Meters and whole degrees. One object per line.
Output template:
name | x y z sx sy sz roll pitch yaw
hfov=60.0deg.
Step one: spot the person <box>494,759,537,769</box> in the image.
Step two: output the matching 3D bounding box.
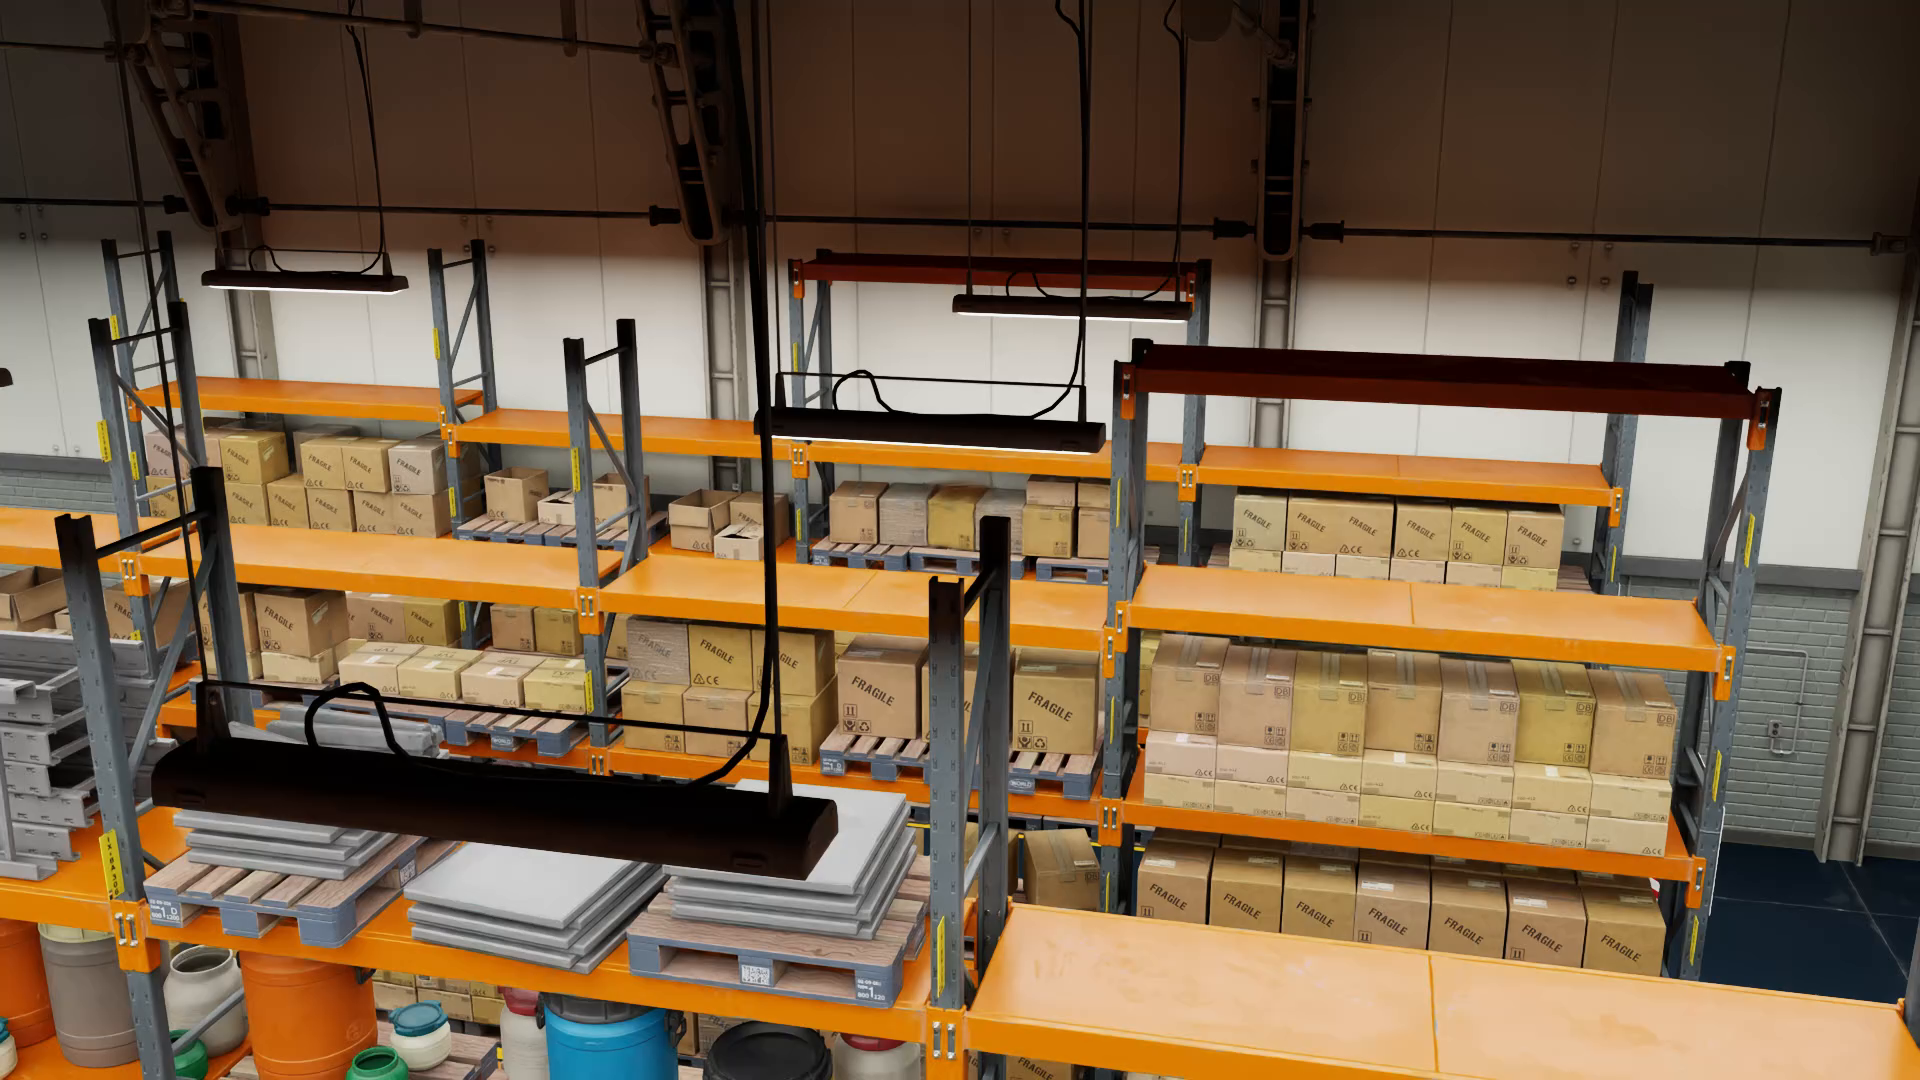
person | -4.357 2.634 16.193 0.524 1.771 0.617 7 18 23
